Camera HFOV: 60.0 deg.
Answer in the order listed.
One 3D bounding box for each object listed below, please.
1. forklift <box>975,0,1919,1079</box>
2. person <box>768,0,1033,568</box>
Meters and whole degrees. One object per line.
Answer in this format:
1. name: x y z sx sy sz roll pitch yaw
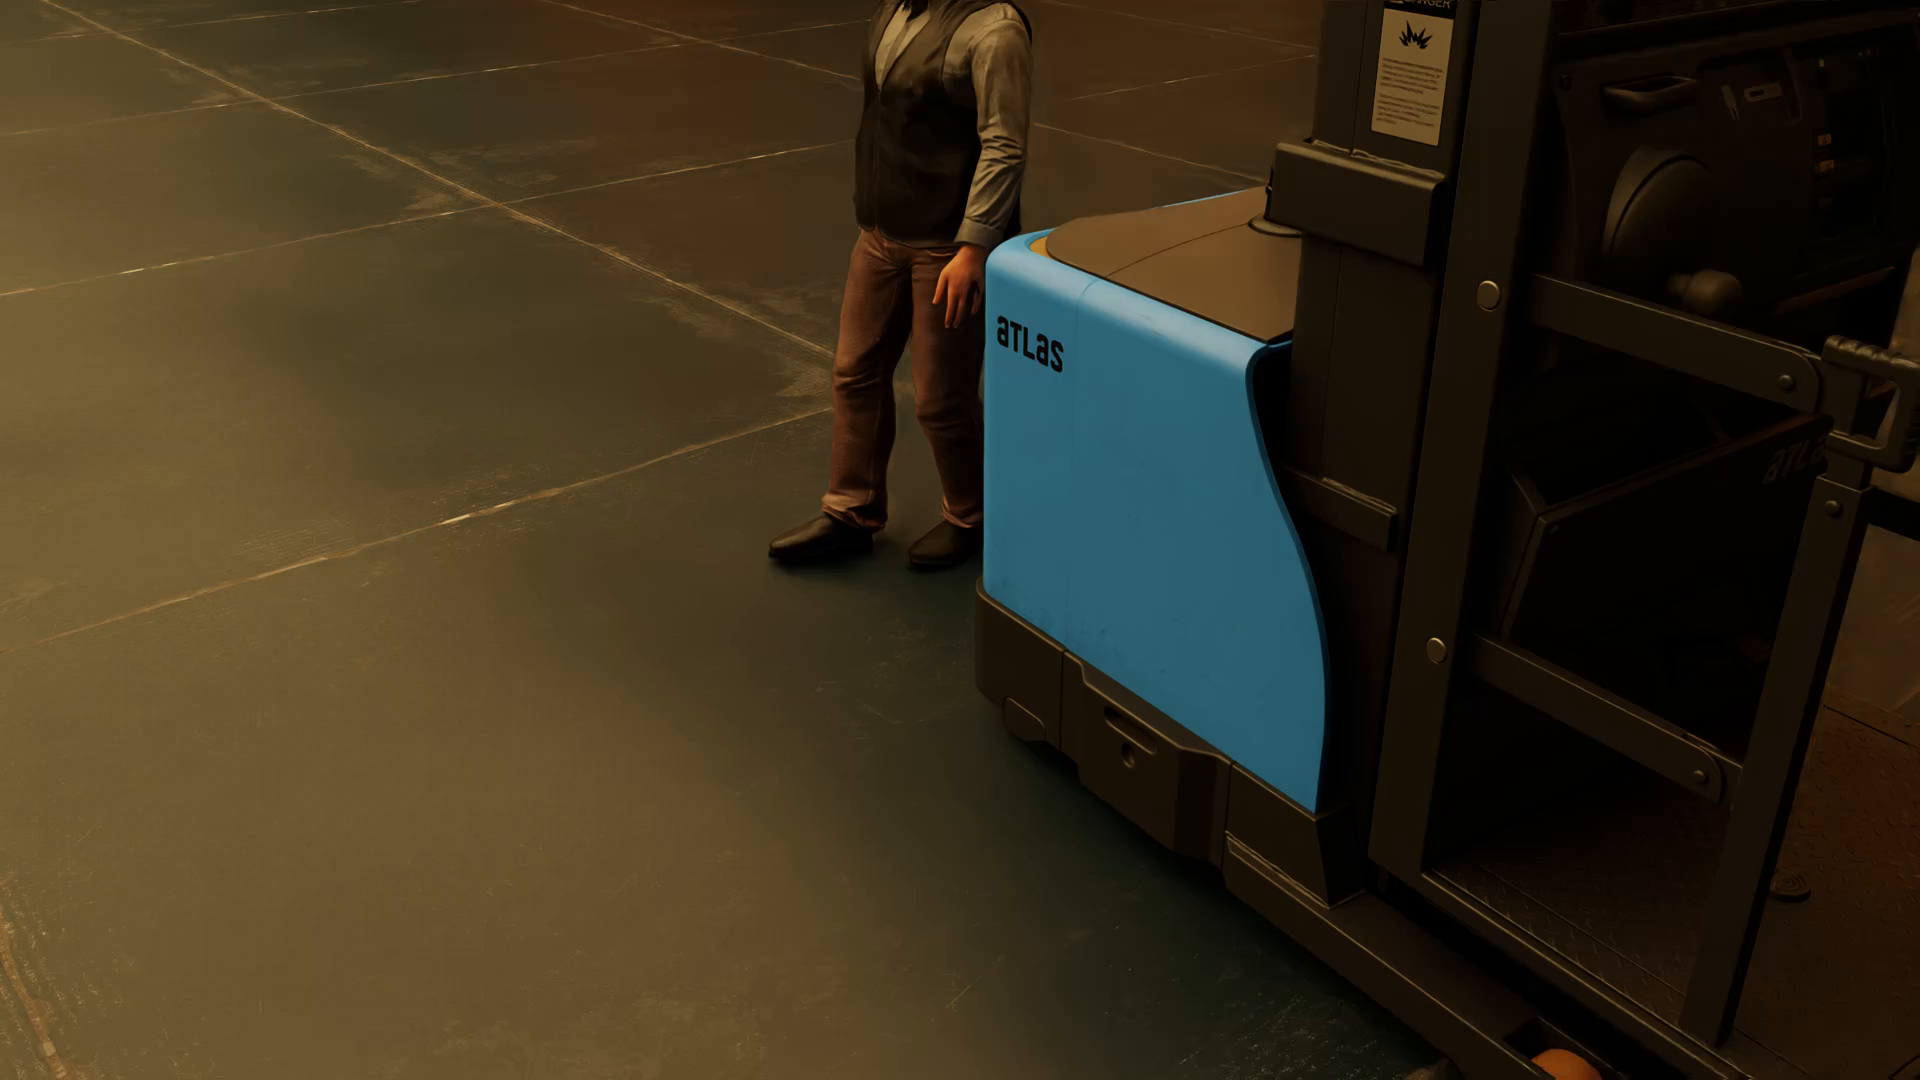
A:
1. forklift: 1.287 -0.528 2.267 1.130 2.935 3.031 -17 31 -31
2. person: -0.142 -0.702 4.005 0.601 1.714 0.686 -18 32 -32
